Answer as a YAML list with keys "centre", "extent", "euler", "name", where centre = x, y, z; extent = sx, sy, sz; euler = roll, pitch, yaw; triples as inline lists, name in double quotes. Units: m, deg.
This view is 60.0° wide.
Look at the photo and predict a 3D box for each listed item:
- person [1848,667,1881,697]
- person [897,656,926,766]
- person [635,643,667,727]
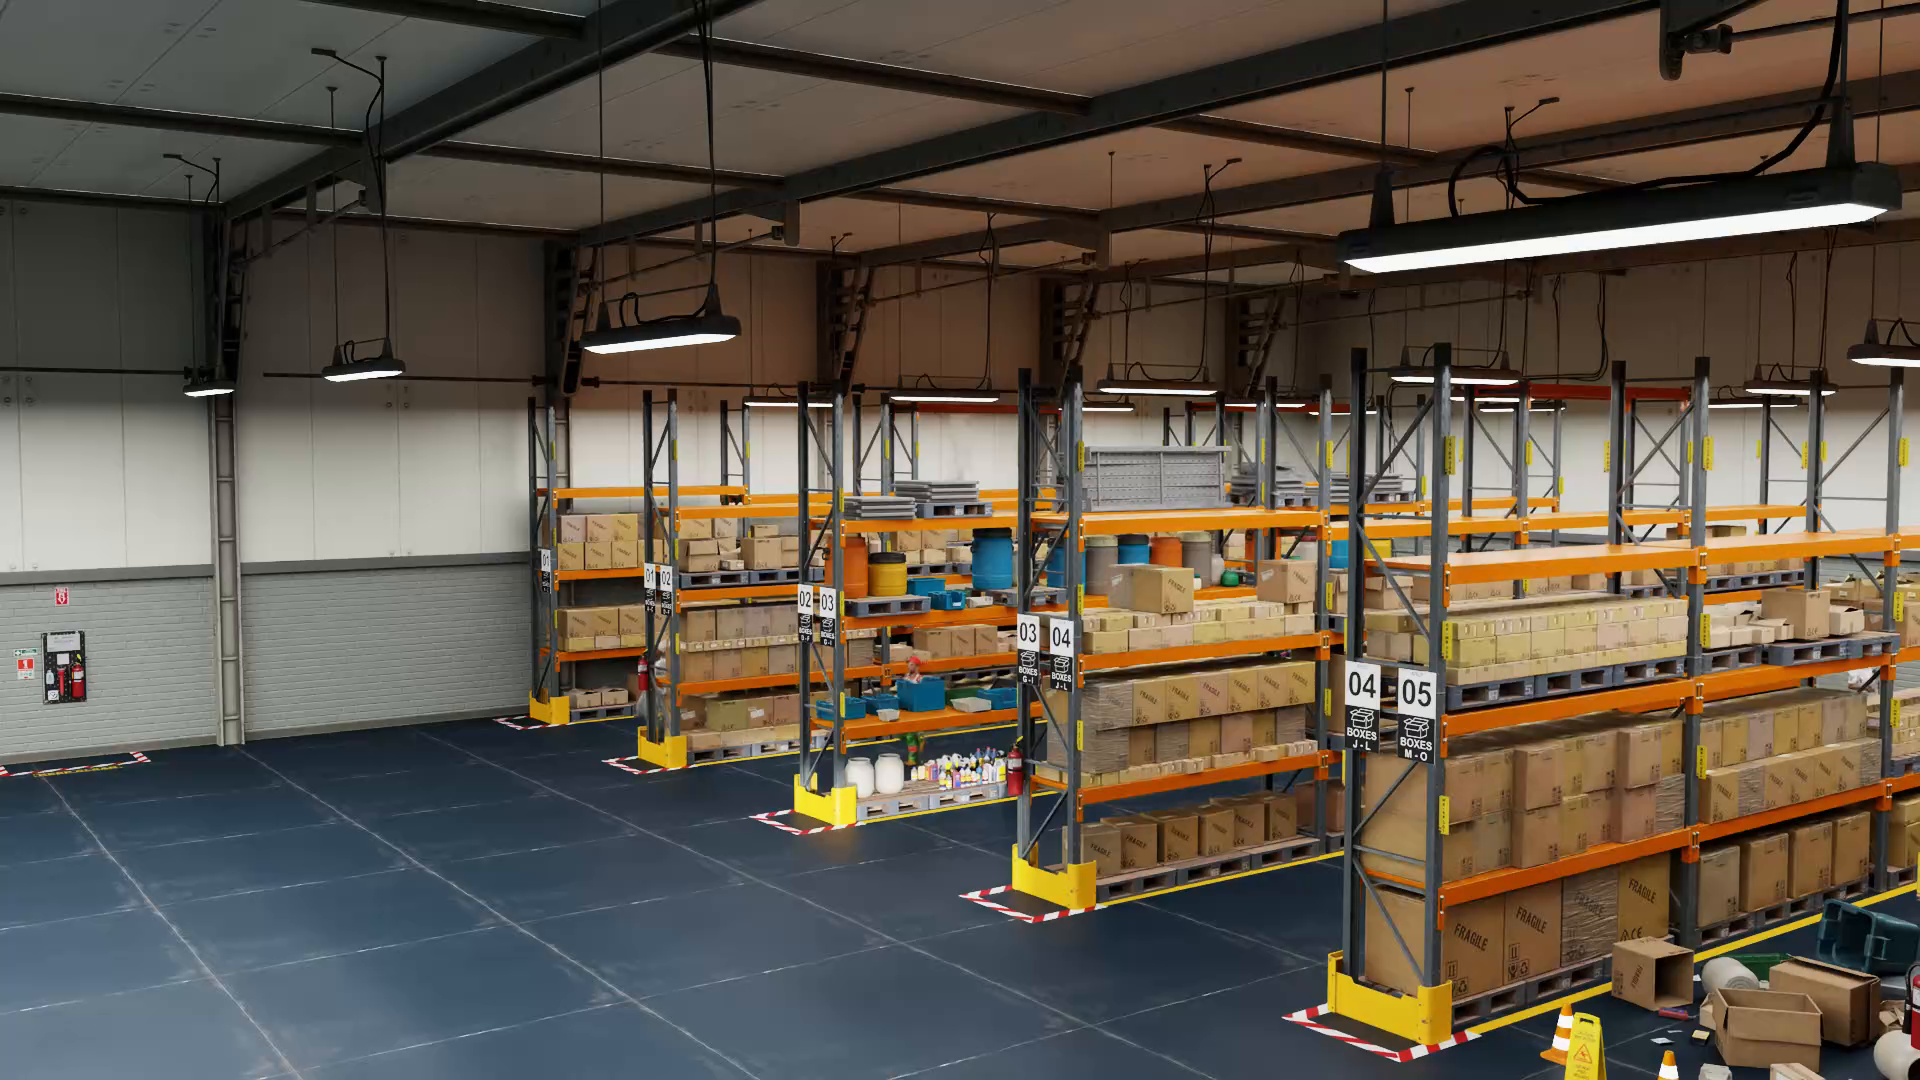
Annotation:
- centre: [15.148, 2.684, 27.835]
  extent: [0.590, 1.688, 0.887]
  euler: [0, 3, 6]
  name: "person"
- centre: [-0.718, 2.725, 26.551]
  extent: [0.643, 1.745, 0.599]
  euler: [3, 5, 42]
  name: "person"
- centre: [-5.290, 2.587, 28.683]
  extent: [0.542, 1.664, 0.687]
  euler: [-3, 4, -40]
  name: "person"
